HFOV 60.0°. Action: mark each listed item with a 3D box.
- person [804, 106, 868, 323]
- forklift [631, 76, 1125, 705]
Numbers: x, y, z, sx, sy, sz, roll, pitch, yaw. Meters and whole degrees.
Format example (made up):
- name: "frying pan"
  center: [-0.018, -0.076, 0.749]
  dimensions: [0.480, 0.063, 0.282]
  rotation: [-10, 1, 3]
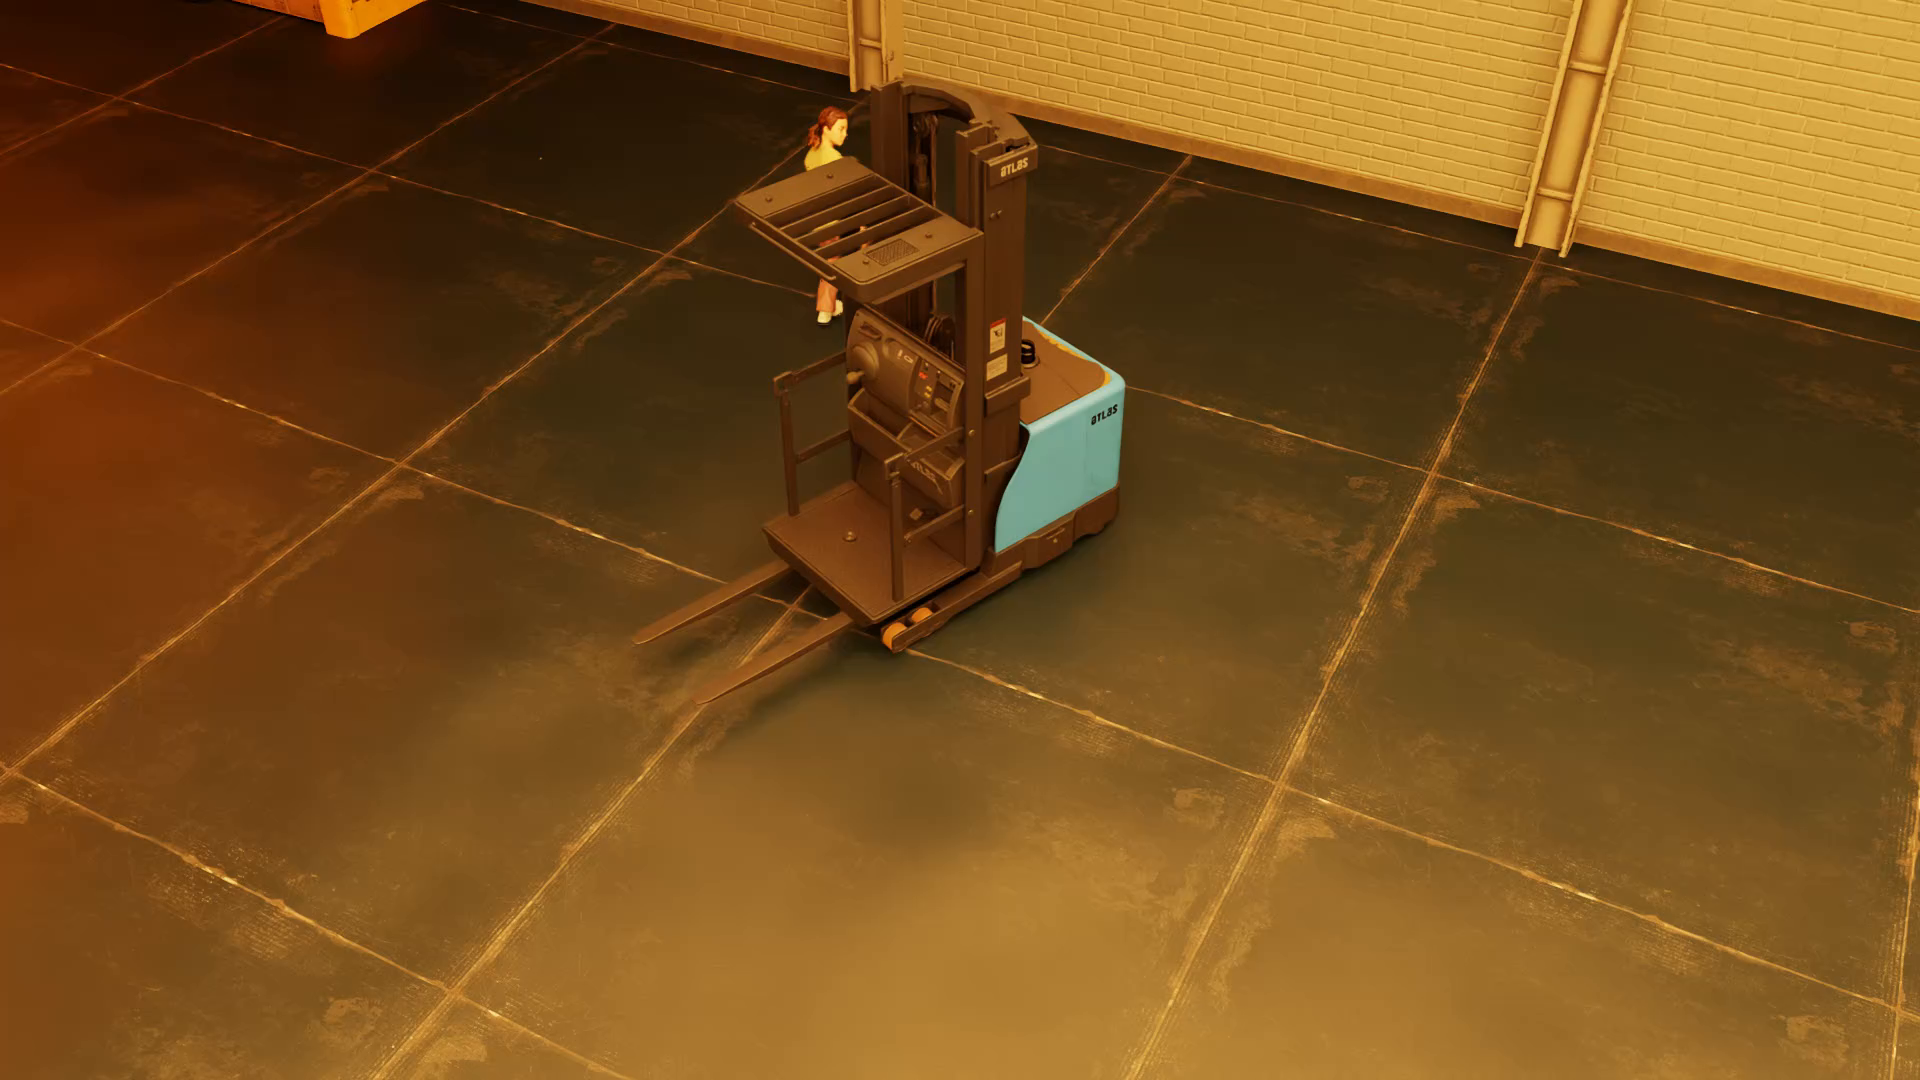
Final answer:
- name: "person"
  center: [-0.788, -2.315, 11.838]
  dimensions: [0.706, 1.538, 0.754]
  rotation: [23, 45, 25]
- name: "forklift"
  center: [-0.465, -0.867, 9.016]
  dimensions: [3.031, 2.935, 1.130]
  rotation: [-29, 48, -30]
